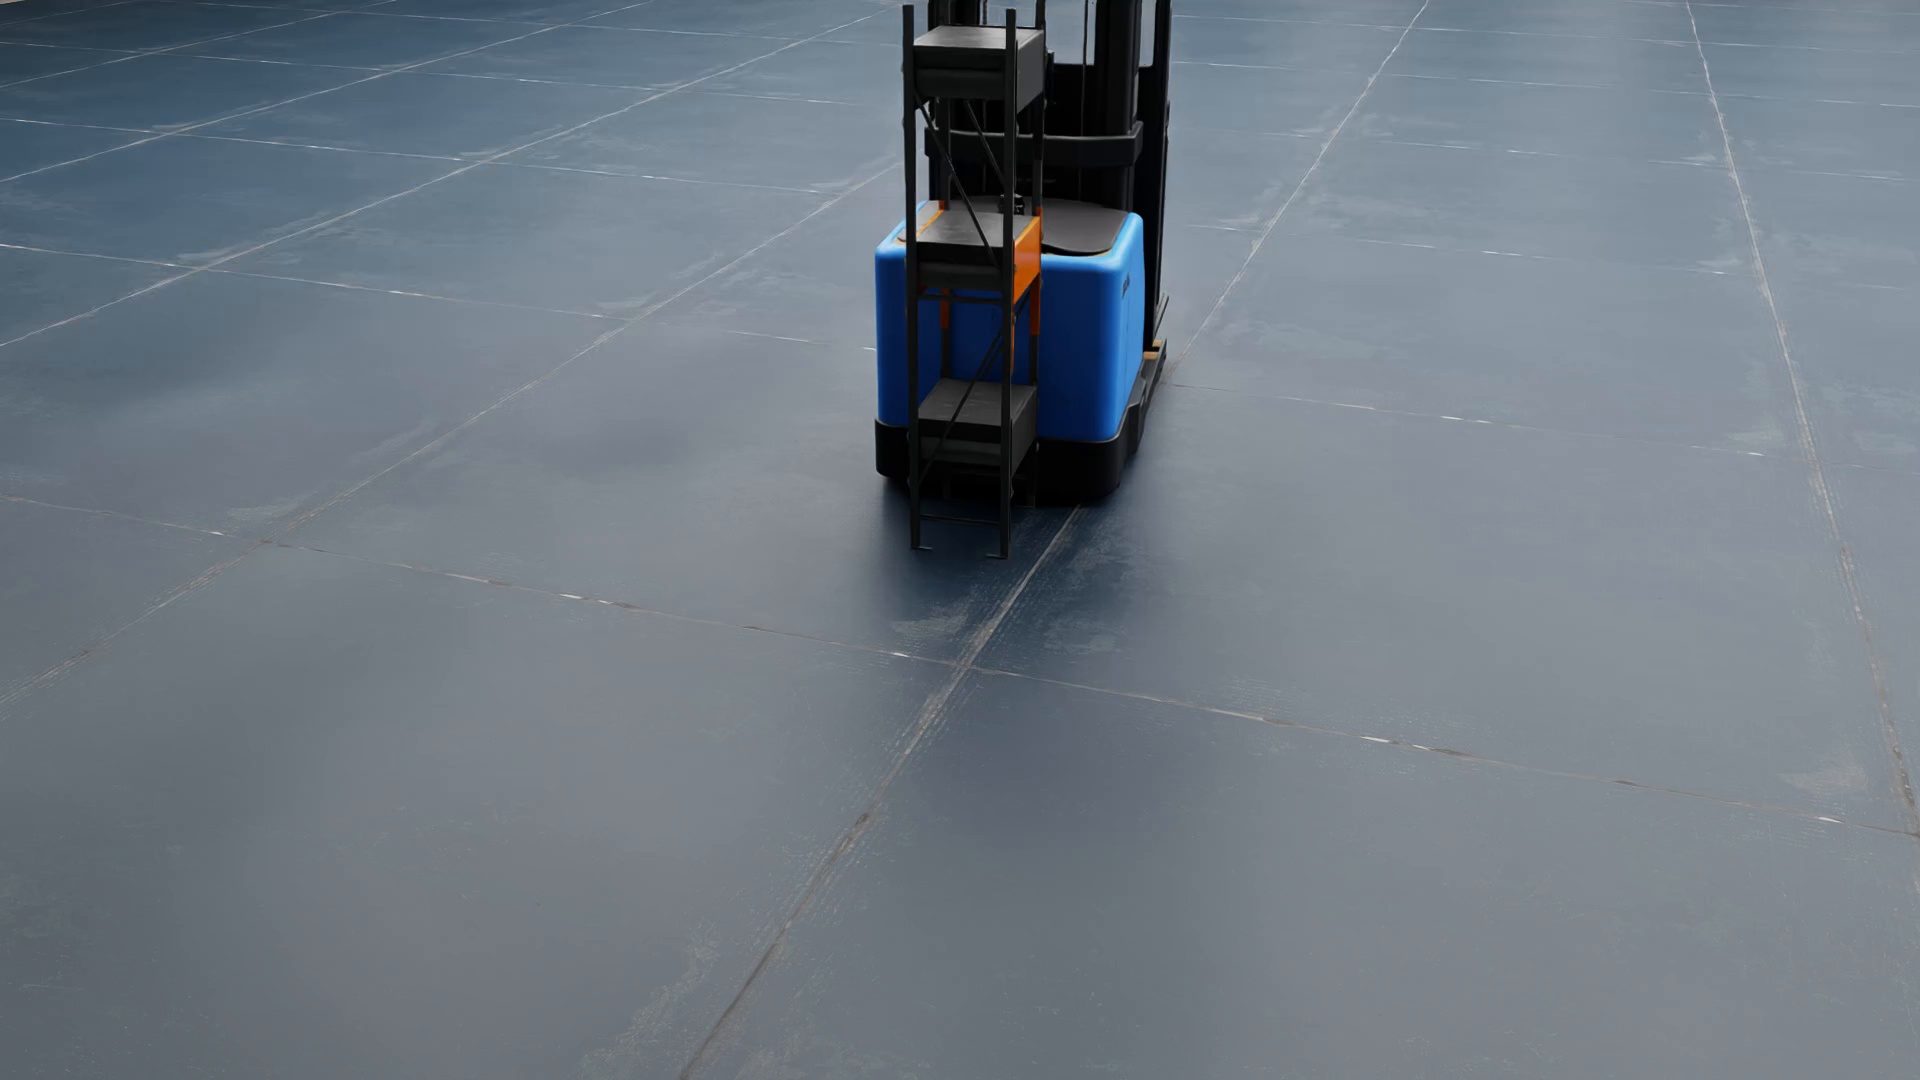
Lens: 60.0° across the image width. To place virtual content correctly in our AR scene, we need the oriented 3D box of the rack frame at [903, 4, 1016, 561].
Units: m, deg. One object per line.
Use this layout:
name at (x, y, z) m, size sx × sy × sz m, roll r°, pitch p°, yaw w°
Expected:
rack frame at (-0.002, -0.889, 6.176) m, size 0.400 × 2.100 × 0.015 m, roll 6°, pitch 27°, yaw 13°

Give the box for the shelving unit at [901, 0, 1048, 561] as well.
shelving unit at (0.059, -0.992, 6.388) m, size 0.431 × 2.100 × 0.503 m, roll 6°, pitch 27°, yaw 13°

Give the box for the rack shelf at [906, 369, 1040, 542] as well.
rack shelf at (0.059, -0.349, 6.699) m, size 0.431 × 0.518 × 0.480 m, roll 6°, pitch 27°, yaw 13°

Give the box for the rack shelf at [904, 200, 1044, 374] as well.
rack shelf at (0.059, -0.979, 6.394) m, size 0.431 × 0.518 × 0.480 m, roll 6°, pitch 27°, yaw 13°

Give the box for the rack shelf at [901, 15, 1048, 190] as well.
rack shelf at (0.059, -1.609, 6.089) m, size 0.431 × 0.518 × 0.480 m, roll 6°, pitch 27°, yaw 13°

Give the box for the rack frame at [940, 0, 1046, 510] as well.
rack frame at (0.120, -1.094, 6.601) m, size 0.400 × 2.100 × 0.015 m, roll 6°, pitch 27°, yaw 13°

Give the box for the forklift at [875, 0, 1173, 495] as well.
forklift at (0.449, -2.126, 7.778) m, size 1.130 × 2.935 × 3.031 m, roll 5°, pitch 26°, yaw 11°
